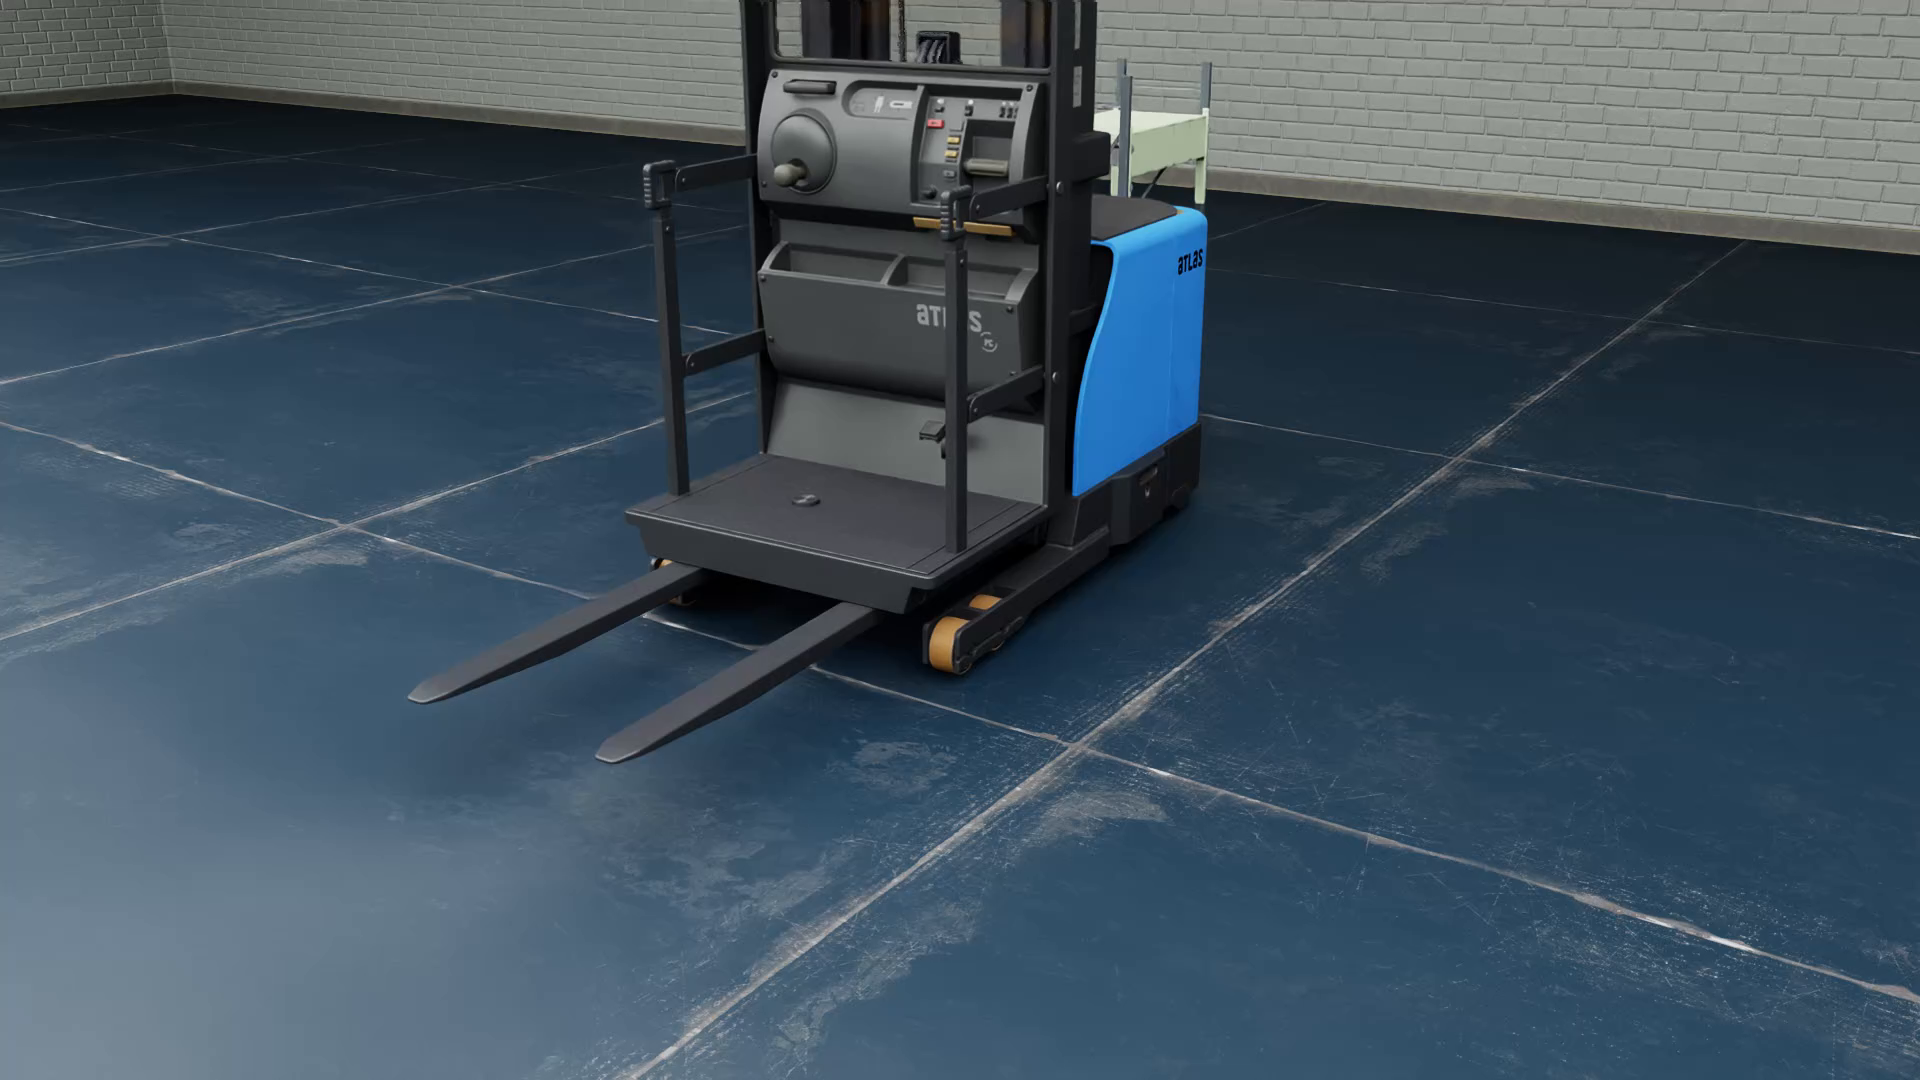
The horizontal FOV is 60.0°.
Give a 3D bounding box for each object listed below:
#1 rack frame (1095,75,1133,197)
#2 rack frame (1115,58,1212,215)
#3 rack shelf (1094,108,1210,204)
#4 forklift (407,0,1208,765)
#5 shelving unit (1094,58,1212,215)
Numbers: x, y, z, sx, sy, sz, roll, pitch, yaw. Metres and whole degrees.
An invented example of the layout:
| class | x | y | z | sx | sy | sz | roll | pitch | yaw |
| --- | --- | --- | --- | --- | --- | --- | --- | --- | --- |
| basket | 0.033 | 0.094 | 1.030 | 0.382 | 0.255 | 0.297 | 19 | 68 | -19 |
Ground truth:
| class | x | y | z | sx | sy | sz | roll | pitch | yaw |
| --- | --- | --- | --- | --- | --- | --- | --- | --- | --- |
| rack frame | 0.434 | -0.973 | 6.235 | 0.400 | 1.500 | 0.023 | 12 | 23 | 28 |
| rack frame | 0.805 | -1.192 | 6.826 | 0.400 | 1.500 | 0.023 | 12 | 23 | 28 |
| rack shelf | 0.619 | -1.449 | 6.395 | 0.431 | 0.370 | 0.720 | 12 | 23 | 28 |
| forklift | -0.303 | -1.173 | 4.710 | 1.130 | 2.935 | 3.031 | 12 | 23 | 28 |
| shelving unit | 0.619 | -1.083 | 6.531 | 0.431 | 1.500 | 0.755 | 12 | 23 | 28 |
